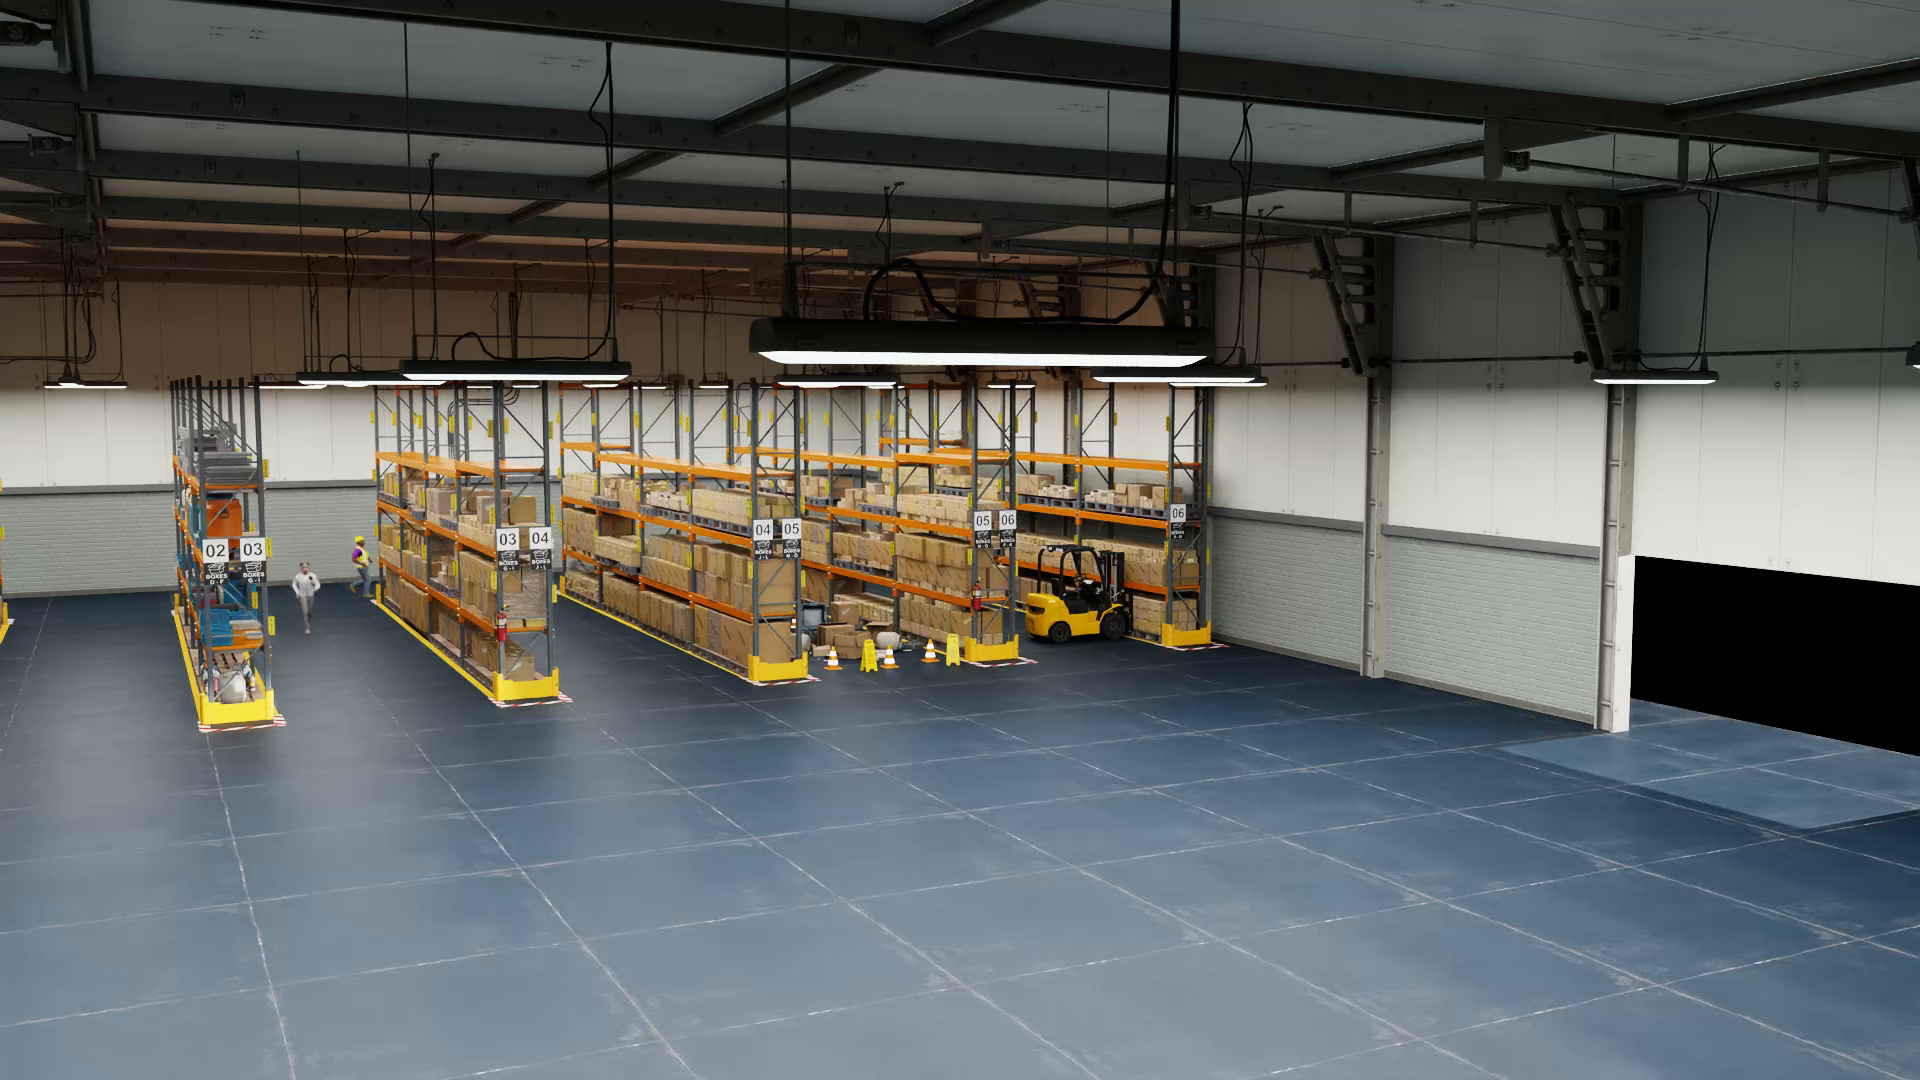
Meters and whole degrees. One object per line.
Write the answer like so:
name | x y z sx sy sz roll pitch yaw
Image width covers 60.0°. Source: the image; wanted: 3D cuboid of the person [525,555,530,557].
person | -12.244 0.771 46.373 0.750 1.758 0.846 0 5 0

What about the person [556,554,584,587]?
person | -11.331 0.488 48.524 0.975 1.736 0.673 -1 5 -16

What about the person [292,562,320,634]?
person | -15.499 1.346 39.468 0.610 1.694 0.860 -3 6 -26

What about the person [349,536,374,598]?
person | -16.666 0.755 46.228 0.713 1.724 0.706 -1 5 -6
